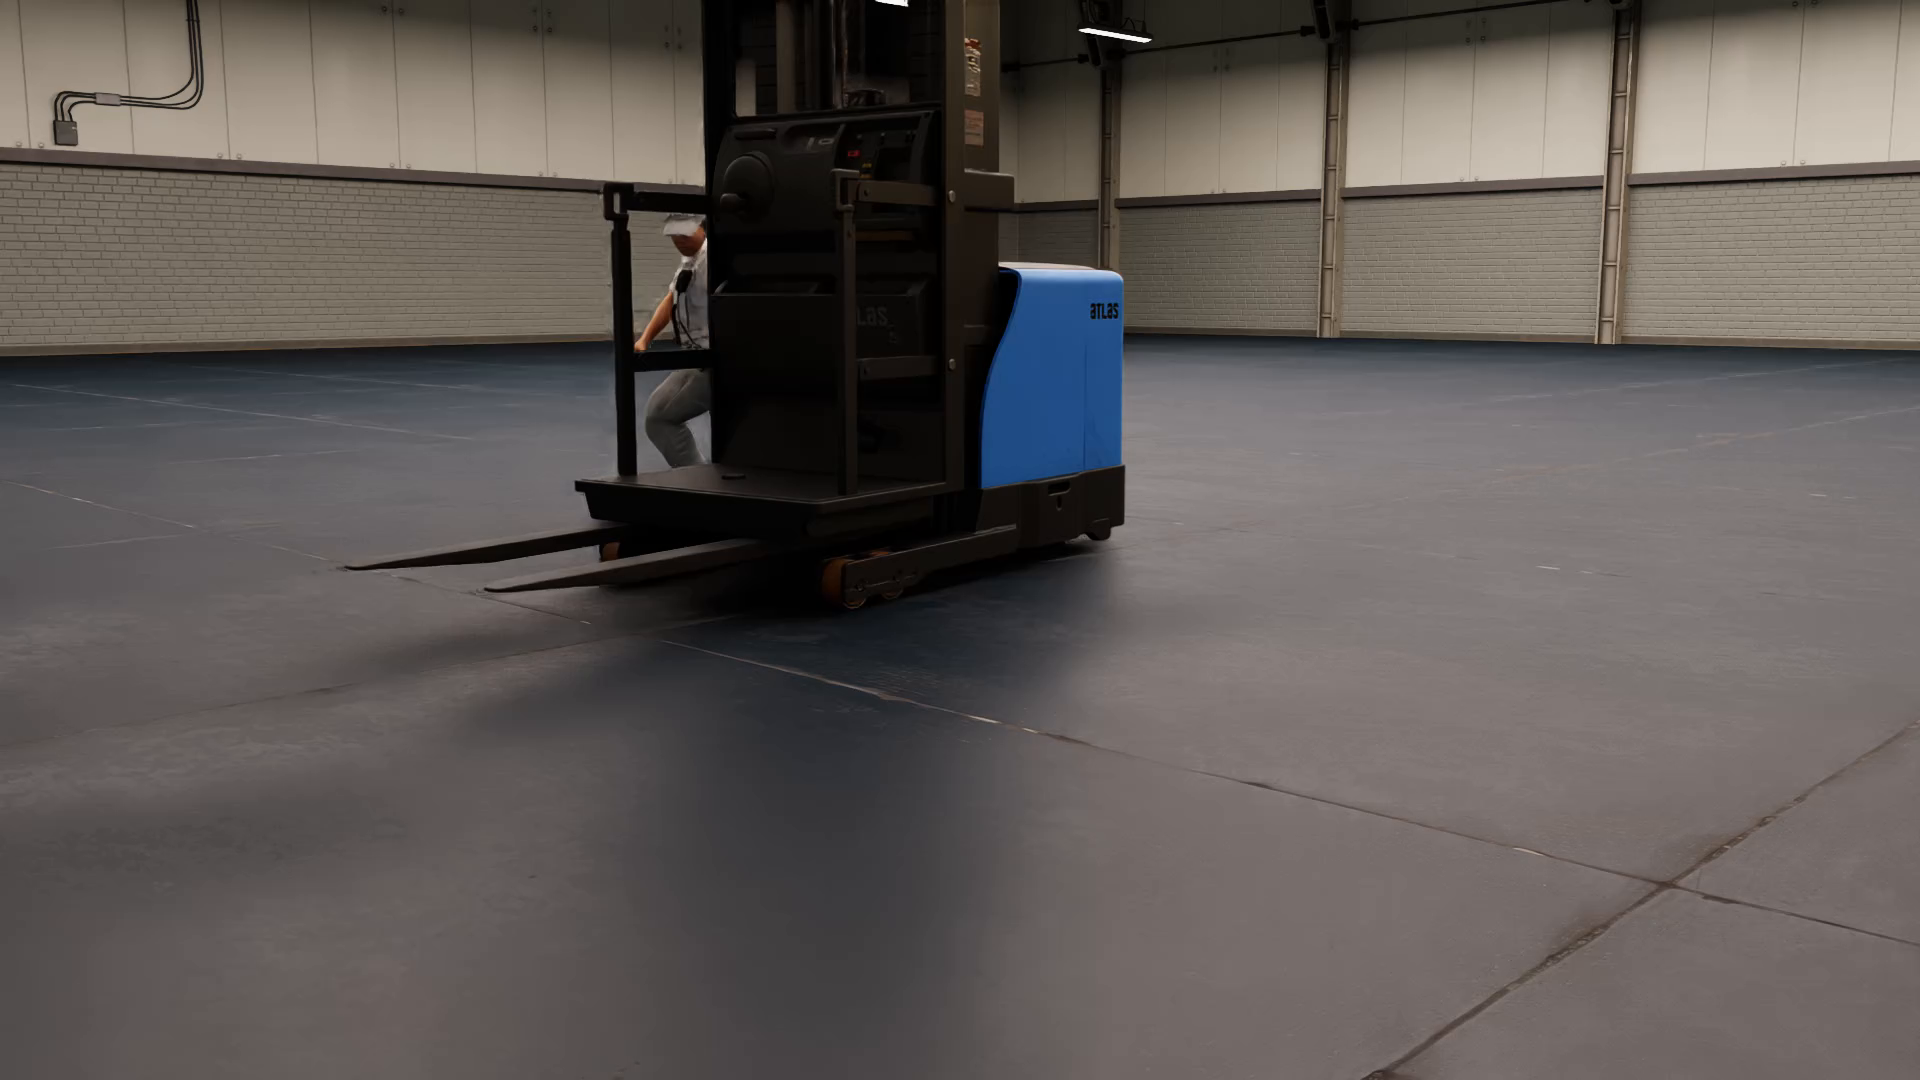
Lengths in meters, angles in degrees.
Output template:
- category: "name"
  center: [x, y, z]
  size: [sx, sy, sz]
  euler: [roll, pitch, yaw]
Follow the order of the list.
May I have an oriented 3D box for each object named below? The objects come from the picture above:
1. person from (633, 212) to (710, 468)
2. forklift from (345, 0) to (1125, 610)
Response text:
- category: "person"
  center: [-1.104, -0.822, 7.541]
  size: [0.846, 1.444, 0.597]
  euler: [3, 9, 16]
- category: "forklift"
  center: [-0.604, -1.309, 5.570]
  size: [1.130, 2.935, 3.031]
  euler: [6, 10, 35]
